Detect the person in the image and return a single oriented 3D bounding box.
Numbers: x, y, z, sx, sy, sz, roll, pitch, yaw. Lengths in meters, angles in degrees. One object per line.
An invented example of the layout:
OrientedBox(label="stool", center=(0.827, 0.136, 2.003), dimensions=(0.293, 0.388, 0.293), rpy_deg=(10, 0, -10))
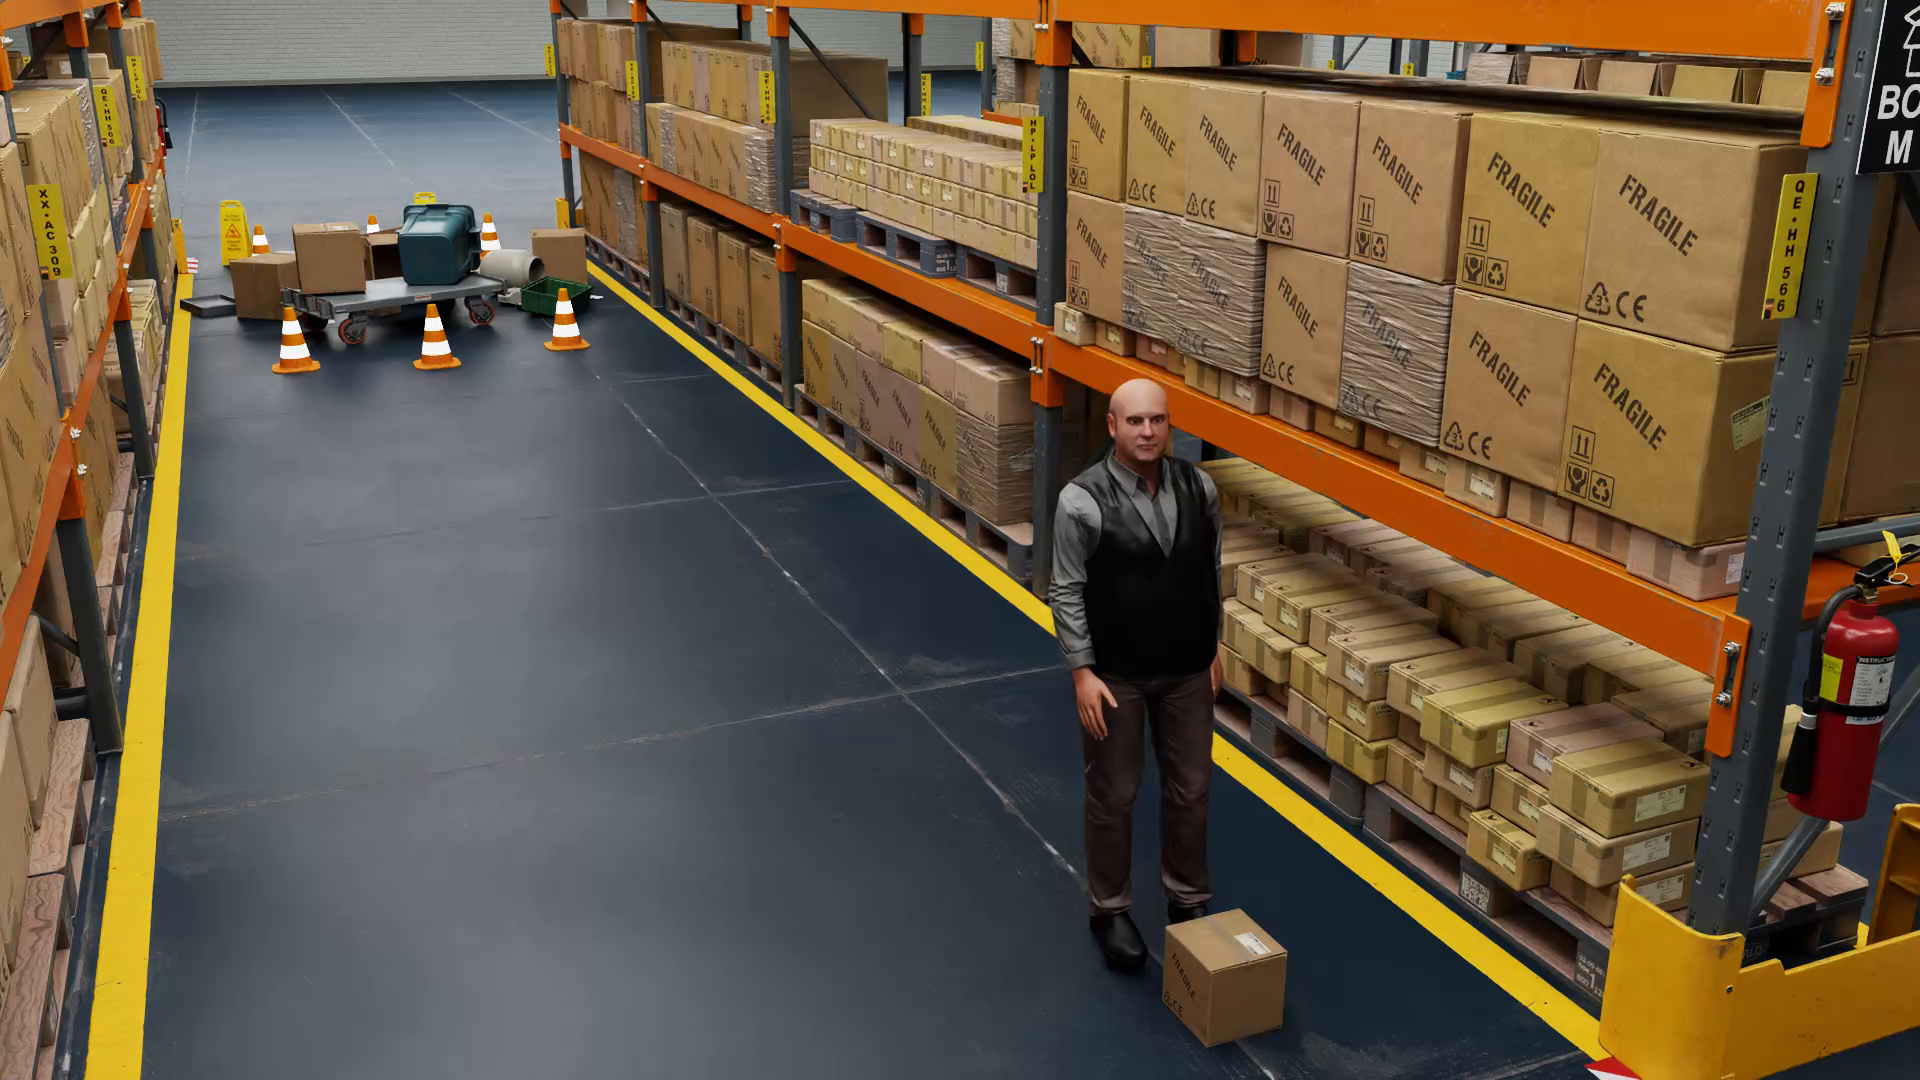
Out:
OrientedBox(label="person", center=(0.543, 0.405, 4.861), dimensions=(0.565, 1.751, 0.437), rpy_deg=(-6, 20, -18))
